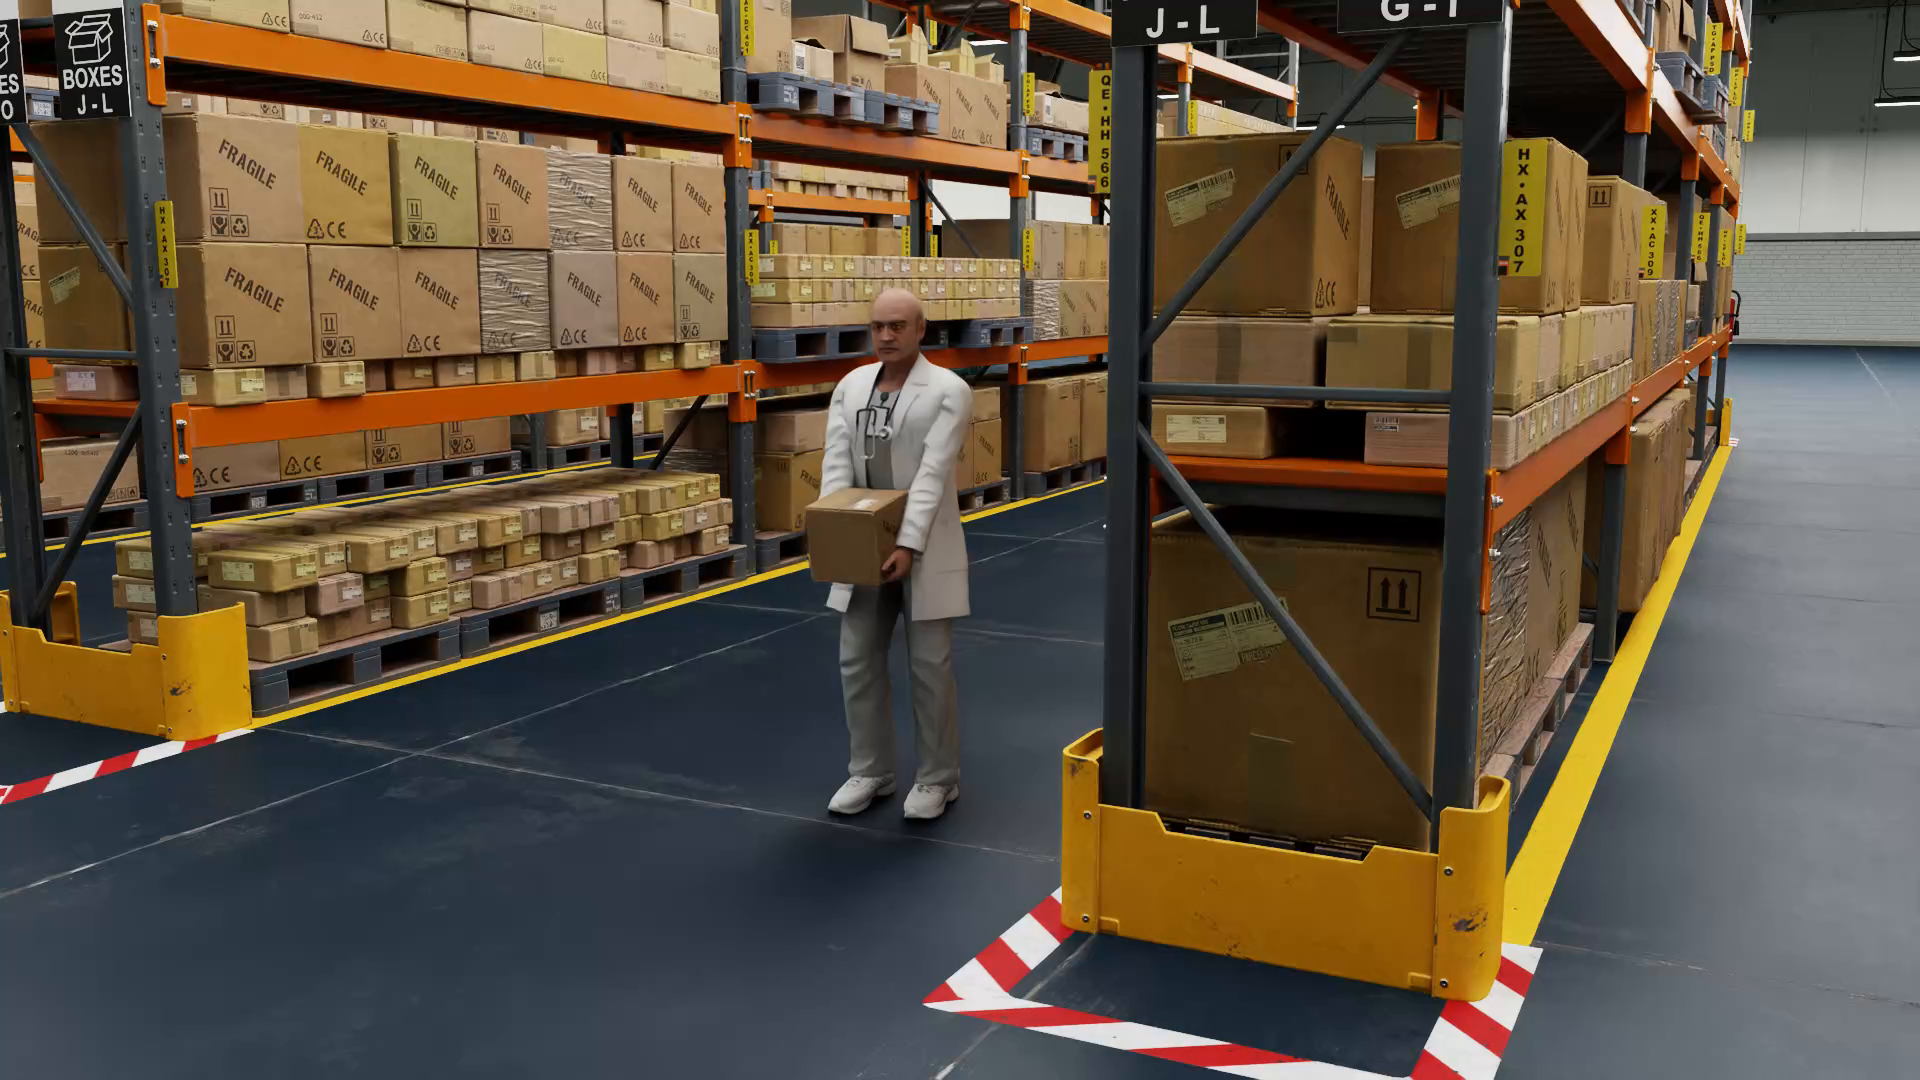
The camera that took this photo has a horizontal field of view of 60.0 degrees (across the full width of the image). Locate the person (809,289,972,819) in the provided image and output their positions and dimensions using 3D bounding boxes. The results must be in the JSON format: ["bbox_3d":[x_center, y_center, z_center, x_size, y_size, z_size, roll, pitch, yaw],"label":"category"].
[{"bbox_3d":[-0.241,0.054,5.589,0.525,1.777,0.575,4,10,24],"label":"person"}]
